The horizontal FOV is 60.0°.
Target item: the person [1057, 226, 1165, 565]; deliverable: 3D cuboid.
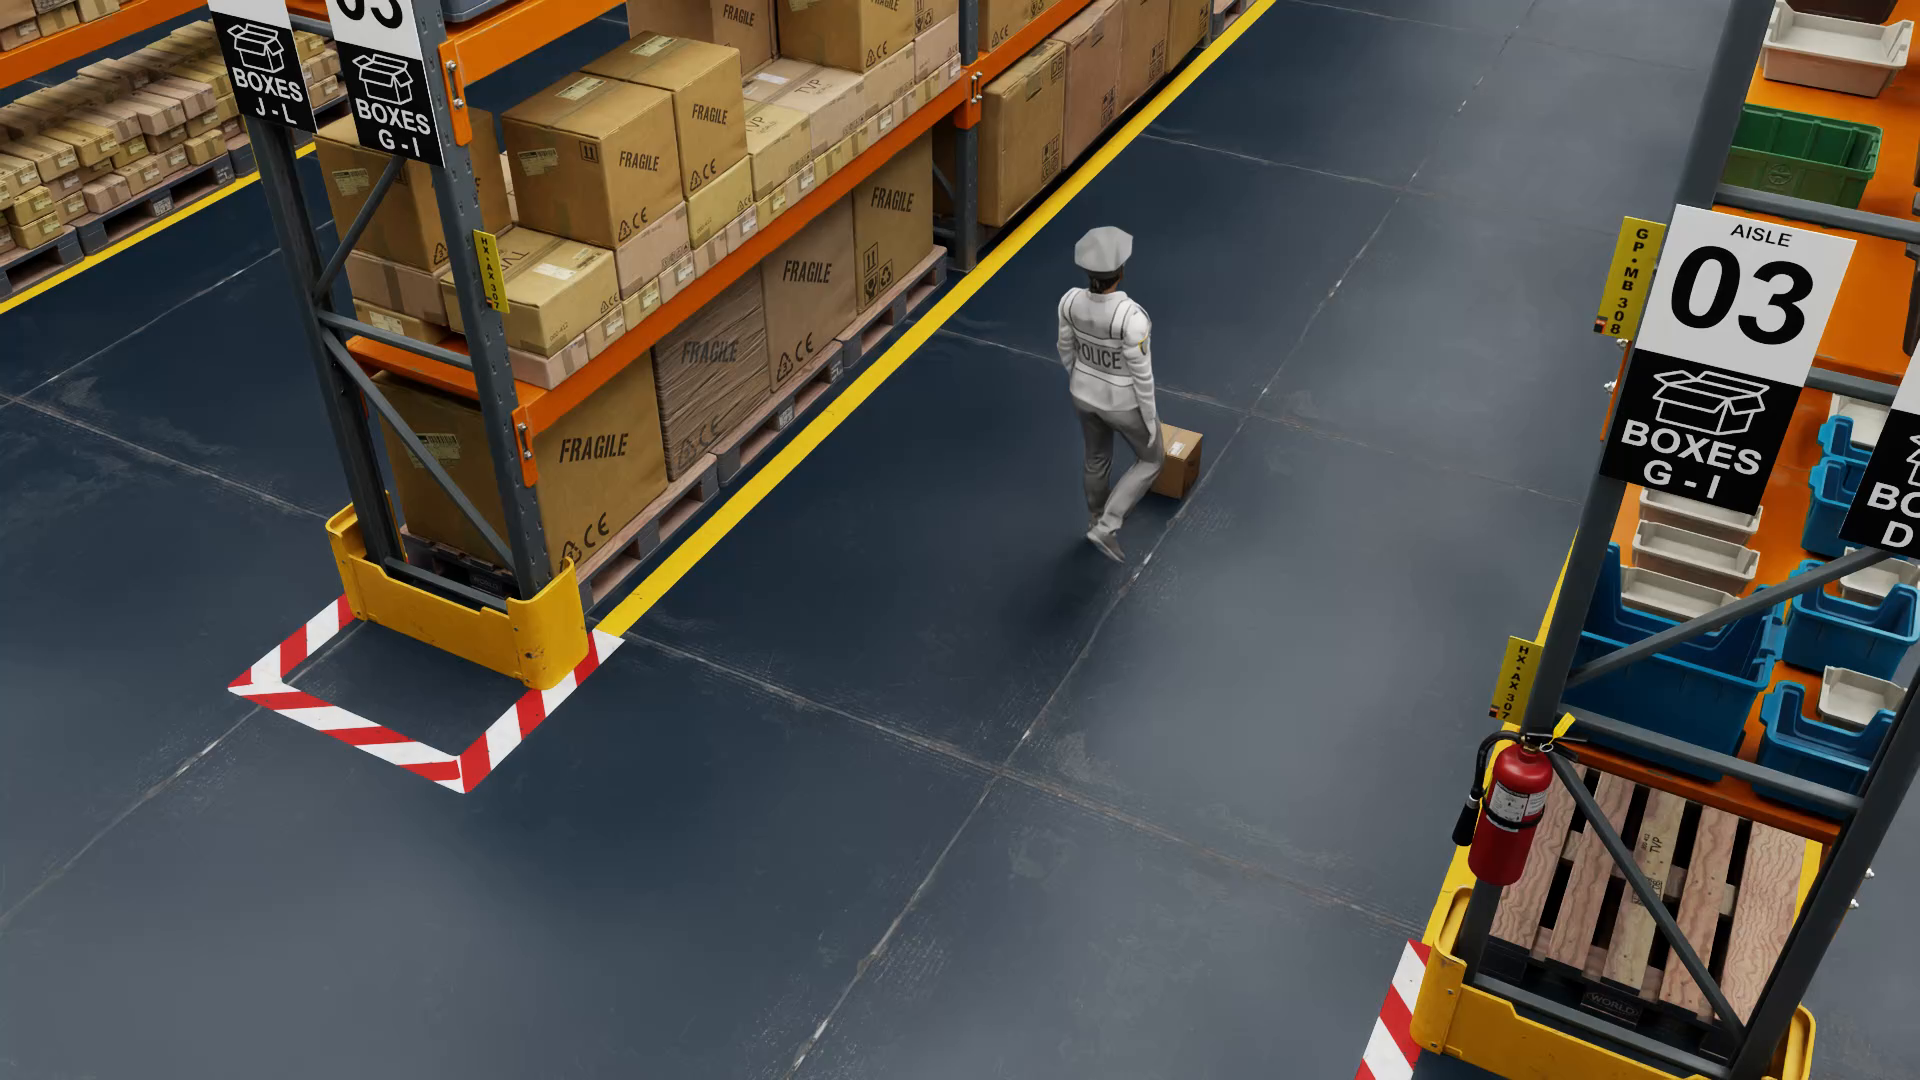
[{"bbox_3d":[0.701,-0.659,7.535,0.533,1.685,0.572,27,45,30],"label":"person"}]
